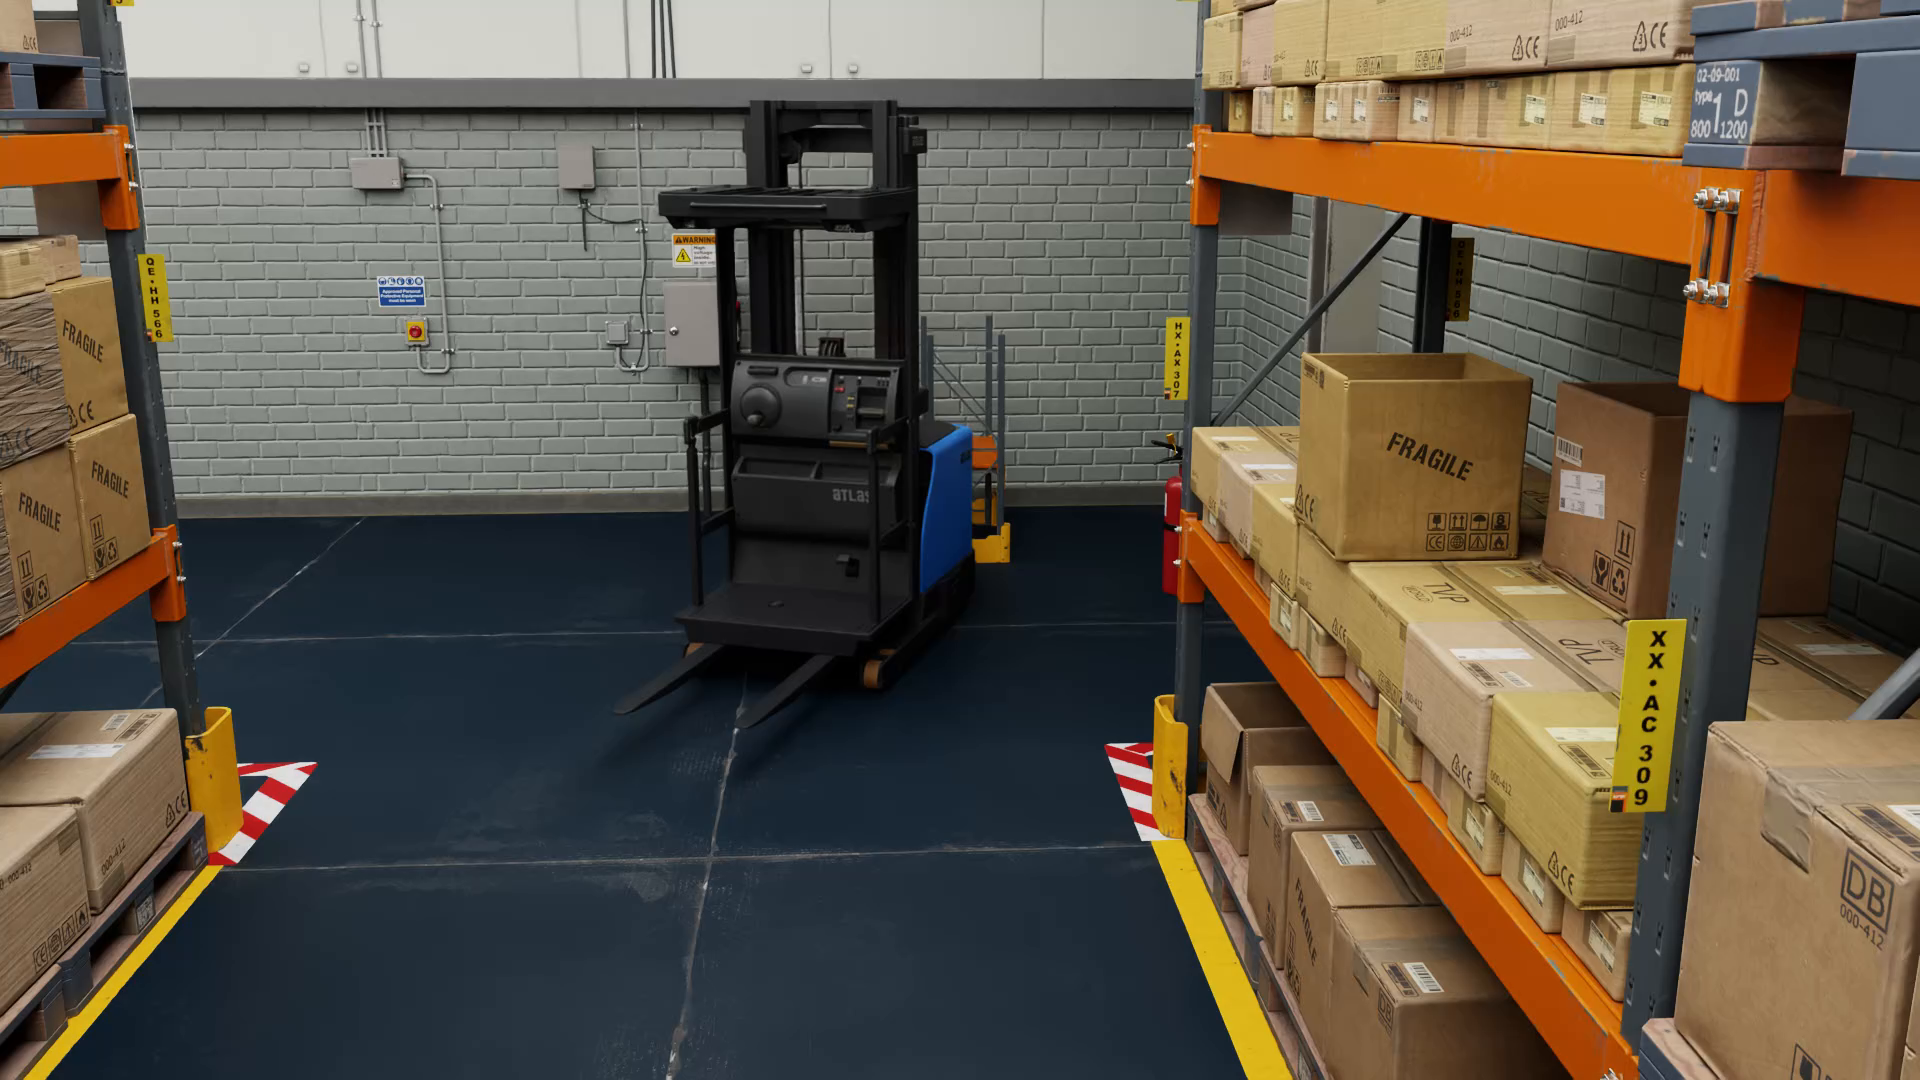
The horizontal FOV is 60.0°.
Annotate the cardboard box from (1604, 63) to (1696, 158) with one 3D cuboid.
[{"bbox_3d":[1.329,-0.723,2.801,0.380,0.149,0.250,-1,14,-4],"label":"cardboard box"}]

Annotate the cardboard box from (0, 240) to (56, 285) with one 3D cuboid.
[{"bbox_3d":[-3.294,-0.922,5.582,0.380,0.149,0.250,-1,14,-2],"label":"cardboard box"}]

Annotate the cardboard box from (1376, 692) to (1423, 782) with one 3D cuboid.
[{"bbox_3d":[1.263,0.482,4.138,0.380,0.149,0.250,-1,14,-4],"label":"cardboard box"}]

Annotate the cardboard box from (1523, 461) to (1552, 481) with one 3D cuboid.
[{"bbox_3d":[1.722,-0.135,5.734,0.500,0.250,0.500,-1,14,-3],"label":"cardboard box"}]

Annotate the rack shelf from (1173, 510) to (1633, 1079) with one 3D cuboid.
[{"bbox_3d":[1.522,0.544,4.836,1.077,0.370,4.000,-1,14,-3],"label":"rack shelf"}]

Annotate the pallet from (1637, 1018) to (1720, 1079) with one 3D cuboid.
[{"bbox_3d":[1.587,0.986,2.058,1.003,0.211,1.213,-1,14,-3],"label":"pallet"}]

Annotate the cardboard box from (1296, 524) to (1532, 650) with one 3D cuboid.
[{"bbox_3d":[1.277,0.122,4.737,0.500,0.250,0.500,-1,14,-5],"label":"cardboard box"}]

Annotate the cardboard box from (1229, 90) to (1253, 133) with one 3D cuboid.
[{"bbox_3d":[1.186,-1.550,6.015,0.380,0.149,0.250,-1,14,-2],"label":"cardboard box"}]

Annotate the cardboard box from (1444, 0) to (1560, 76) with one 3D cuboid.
[{"bbox_3d":[1.324,-1.076,3.374,0.500,0.250,0.500,-1,14,-5],"label":"cardboard box"}]

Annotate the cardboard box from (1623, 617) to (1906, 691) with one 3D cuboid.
[{"bbox_3d":[1.847,0.370,3.774,0.500,0.250,0.500,-1,14,-4],"label":"cardboard box"}]

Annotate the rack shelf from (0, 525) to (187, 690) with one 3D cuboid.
[{"bbox_3d":[-3.432,0.622,4.535,1.077,0.370,4.000,-1,14,-3],"label":"rack shelf"}]

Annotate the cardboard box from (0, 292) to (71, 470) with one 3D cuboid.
[{"bbox_3d":[-3.226,-0.511,5.286,0.500,0.500,0.500,-1,14,-3],"label":"cardboard box"}]

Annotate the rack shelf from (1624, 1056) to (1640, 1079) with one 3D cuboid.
[{"bbox_3d":[1.770,1.539,0.970,1.077,0.370,4.000,-1,14,-3],"label":"rack shelf"}]

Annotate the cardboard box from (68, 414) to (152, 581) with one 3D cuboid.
[{"bbox_3d":[-3.262,-0.157,5.916,0.500,0.500,0.500,-1,14,-3],"label":"cardboard box"}]

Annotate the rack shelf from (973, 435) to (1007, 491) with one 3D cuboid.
[{"bbox_3d":[0.005,-0.531,11.302,0.538,0.185,1.000,-1,14,-3],"label":"rack shelf"}]

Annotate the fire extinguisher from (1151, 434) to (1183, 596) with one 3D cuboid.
[{"bbox_3d":[0.928,-0.113,6.850,0.296,0.674,0.183,-1,14,-3],"label":"fire extinguisher"}]

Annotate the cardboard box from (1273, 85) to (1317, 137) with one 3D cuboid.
[{"bbox_3d":[1.163,-1.293,5.015,0.380,0.149,0.250,-1,14,-4],"label":"cardboard box"}]

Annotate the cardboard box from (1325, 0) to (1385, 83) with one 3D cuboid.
[{"bbox_3d":[1.279,-1.330,4.358,0.500,0.250,0.500,-1,14,-4],"label":"cardboard box"}]

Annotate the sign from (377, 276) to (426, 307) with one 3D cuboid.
[{"bbox_3d":[-3.980,-1.772,11.850,0.327,0.218,0.001,-1,14,-3],"label":"sign"}]

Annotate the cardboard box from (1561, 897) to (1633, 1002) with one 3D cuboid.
[{"bbox_3d":[1.374,0.739,3.138,0.380,0.149,0.250,-1,14,-3],"label":"cardboard box"}]

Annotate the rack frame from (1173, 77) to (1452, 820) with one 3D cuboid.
[{"bbox_3d":[1.398,-0.302,6.680,1.000,3.000,0.127,-1,14,-3],"label":"rack frame"}]

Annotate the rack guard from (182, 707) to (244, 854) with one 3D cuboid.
[{"bbox_3d":[-3.557,0.980,6.713,1.175,0.500,0.348,-1,14,-3],"label":"rack guard"}]

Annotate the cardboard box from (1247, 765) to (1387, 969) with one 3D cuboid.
[{"bbox_3d":[1.356,1.072,5.513,0.700,0.500,0.500,0,14,-1],"label":"cardboard box"}]

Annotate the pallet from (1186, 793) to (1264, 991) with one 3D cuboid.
[{"bbox_3d":[1.453,1.266,6.183,1.003,0.211,1.213,-1,14,-3],"label":"pallet"}]

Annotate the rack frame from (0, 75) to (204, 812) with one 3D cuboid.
[{"bbox_3d":[-3.556,-0.224,6.378,1.000,3.000,0.127,-1,14,-3],"label":"rack frame"}]

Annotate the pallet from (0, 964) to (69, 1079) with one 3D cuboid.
[{"bbox_3d":[-3.356,1.627,4.781,1.003,0.211,1.213,-1,14,-3],"label":"pallet"}]

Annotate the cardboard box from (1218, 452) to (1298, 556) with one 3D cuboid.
[{"bbox_3d":[1.189,-0.131,5.719,0.500,0.250,0.500,-1,14,-3],"label":"cardboard box"}]

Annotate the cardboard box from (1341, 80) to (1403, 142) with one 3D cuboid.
[{"bbox_3d":[1.204,-1.105,4.287,0.380,0.149,0.250,-1,14,-2],"label":"cardboard box"}]

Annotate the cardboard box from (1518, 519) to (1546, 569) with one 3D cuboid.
[{"bbox_3d":[1.781,0.119,4.750,0.500,0.250,0.500,-1,14,-4],"label":"cardboard box"}]

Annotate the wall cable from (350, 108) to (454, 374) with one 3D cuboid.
[{"bbox_3d":[-3.928,-2.133,11.697,0.585,1.953,0.123,-1,14,-3],"label":"wall cable"}]

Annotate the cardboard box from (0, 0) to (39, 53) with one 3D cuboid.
[{"bbox_3d":[-3.438,-1.746,5.529,0.500,0.250,0.500,-2,15,-9],"label":"cardboard box"}]

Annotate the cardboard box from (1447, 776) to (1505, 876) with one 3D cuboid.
[{"bbox_3d":[1.296,0.611,3.638,0.380,0.149,0.250,-1,14,-2],"label":"cardboard box"}]

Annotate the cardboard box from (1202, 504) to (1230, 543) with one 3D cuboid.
[{"bbox_3d":[1.145,-0.094,6.377,0.380,0.149,0.250,-1,14,-4],"label":"cardboard box"}]

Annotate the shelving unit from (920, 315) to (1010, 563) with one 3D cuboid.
[{"bbox_3d":[0.005,-0.707,11.266,0.587,1.500,1.083,-1,14,-3],"label":"shelving unit"}]

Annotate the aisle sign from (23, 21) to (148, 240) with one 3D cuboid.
[{"bbox_3d":[-3.251,-1.506,6.143,0.394,0.787,0.004,-1,14,-3],"label":"aisle sign"}]

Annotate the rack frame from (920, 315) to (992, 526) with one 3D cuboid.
[{"bbox_3d":[-0.026,-0.832,11.748,0.500,1.500,0.032,-1,14,-3],"label":"rack frame"}]

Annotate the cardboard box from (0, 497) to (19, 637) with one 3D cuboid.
[{"bbox_3d":[-3.204,0.096,4.933,0.500,0.500,0.500,0,14,-2],"label":"cardboard box"}]

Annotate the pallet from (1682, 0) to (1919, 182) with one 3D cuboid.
[{"bbox_3d":[1.616,-0.505,1.828,1.213,0.211,1.003,-1,14,-3],"label":"pallet"}]

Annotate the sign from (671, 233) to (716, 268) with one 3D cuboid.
[{"bbox_3d":[-1.891,-2.073,11.906,0.339,0.242,0.001,-1,14,-3],"label":"sign"}]

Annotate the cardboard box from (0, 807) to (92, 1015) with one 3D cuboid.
[{"bbox_3d":[-3.350,1.203,5.129,0.875,0.438,0.875,0,14,-2],"label":"cardboard box"}]

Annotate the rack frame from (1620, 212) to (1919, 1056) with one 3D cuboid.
[{"bbox_3d":[1.646,0.693,2.813,1.000,3.000,0.127,-1,14,-3],"label":"rack frame"}]

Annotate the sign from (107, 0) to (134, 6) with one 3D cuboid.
[{"bbox_3d":[-3.013,-2.072,5.923,0.100,0.325,0.005,-1,14,-3],"label":"sign"}]

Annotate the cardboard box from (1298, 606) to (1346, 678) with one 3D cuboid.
[{"bbox_3d":[1.212,0.292,4.875,0.380,0.149,0.250,-1,14,-2],"label":"cardboard box"}]

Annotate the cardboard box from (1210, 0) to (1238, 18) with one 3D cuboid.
[{"bbox_3d":[1.175,-1.954,5.781,0.500,0.250,0.500,-1,14,-4],"label":"cardboard box"}]

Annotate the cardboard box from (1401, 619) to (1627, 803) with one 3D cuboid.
[{"bbox_3d":[1.325,0.374,3.756,0.500,0.250,0.500,-1,14,-3],"label":"cardboard box"}]

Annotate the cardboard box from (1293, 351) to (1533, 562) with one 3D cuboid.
[{"bbox_3d":[1.251,-0.246,4.663,0.500,0.500,0.500,-1,14,-2],"label":"cardboard box"}]

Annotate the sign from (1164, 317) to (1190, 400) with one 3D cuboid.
[{"bbox_3d":[0.857,-0.713,6.539,0.100,0.325,0.005,-1,14,-3],"label":"sign"}]

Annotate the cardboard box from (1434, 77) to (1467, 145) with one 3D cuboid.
[{"bbox_3d":[1.311,-0.979,3.795,0.380,0.149,0.250,0,14,-2],"label":"cardboard box"}]

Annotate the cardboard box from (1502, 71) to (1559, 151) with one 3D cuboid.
[{"bbox_3d":[1.309,-0.851,3.298,0.380,0.149,0.250,0,14,-2],"label":"cardboard box"}]

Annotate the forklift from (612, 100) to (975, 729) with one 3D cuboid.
[{"bbox_3d":[-0.827,-0.753,8.572,1.130,2.935,3.031,4,15,16],"label":"forklift"}]

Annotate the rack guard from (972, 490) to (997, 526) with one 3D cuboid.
[{"bbox_3d":[-0.026,-0.226,11.903,0.587,0.250,0.087,-1,14,-3],"label":"rack guard"}]

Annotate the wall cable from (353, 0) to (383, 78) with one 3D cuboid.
[{"bbox_3d":[-4.189,-4.540,11.112,0.463,3.000,0.029,-1,14,-3],"label":"wall cable"}]

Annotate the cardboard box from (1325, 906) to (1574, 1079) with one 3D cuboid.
[{"bbox_3d":[1.420,1.330,4.510,0.700,0.500,0.500,-1,14,-6],"label":"cardboard box"}]

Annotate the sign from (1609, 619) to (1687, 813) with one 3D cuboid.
[{"bbox_3d":[1.105,0.284,2.666,0.100,0.325,0.005,-1,14,-3],"label":"sign"}]

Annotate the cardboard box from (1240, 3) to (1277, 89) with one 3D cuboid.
[{"bbox_3d":[1.205,-1.585,5.352,0.500,0.250,0.500,-1,14,-2],"label":"cardboard box"}]

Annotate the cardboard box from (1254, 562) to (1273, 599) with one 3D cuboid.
[{"bbox_3d":[1.212,0.097,5.634,0.380,0.149,0.250,0,14,-2],"label":"cardboard box"}]
